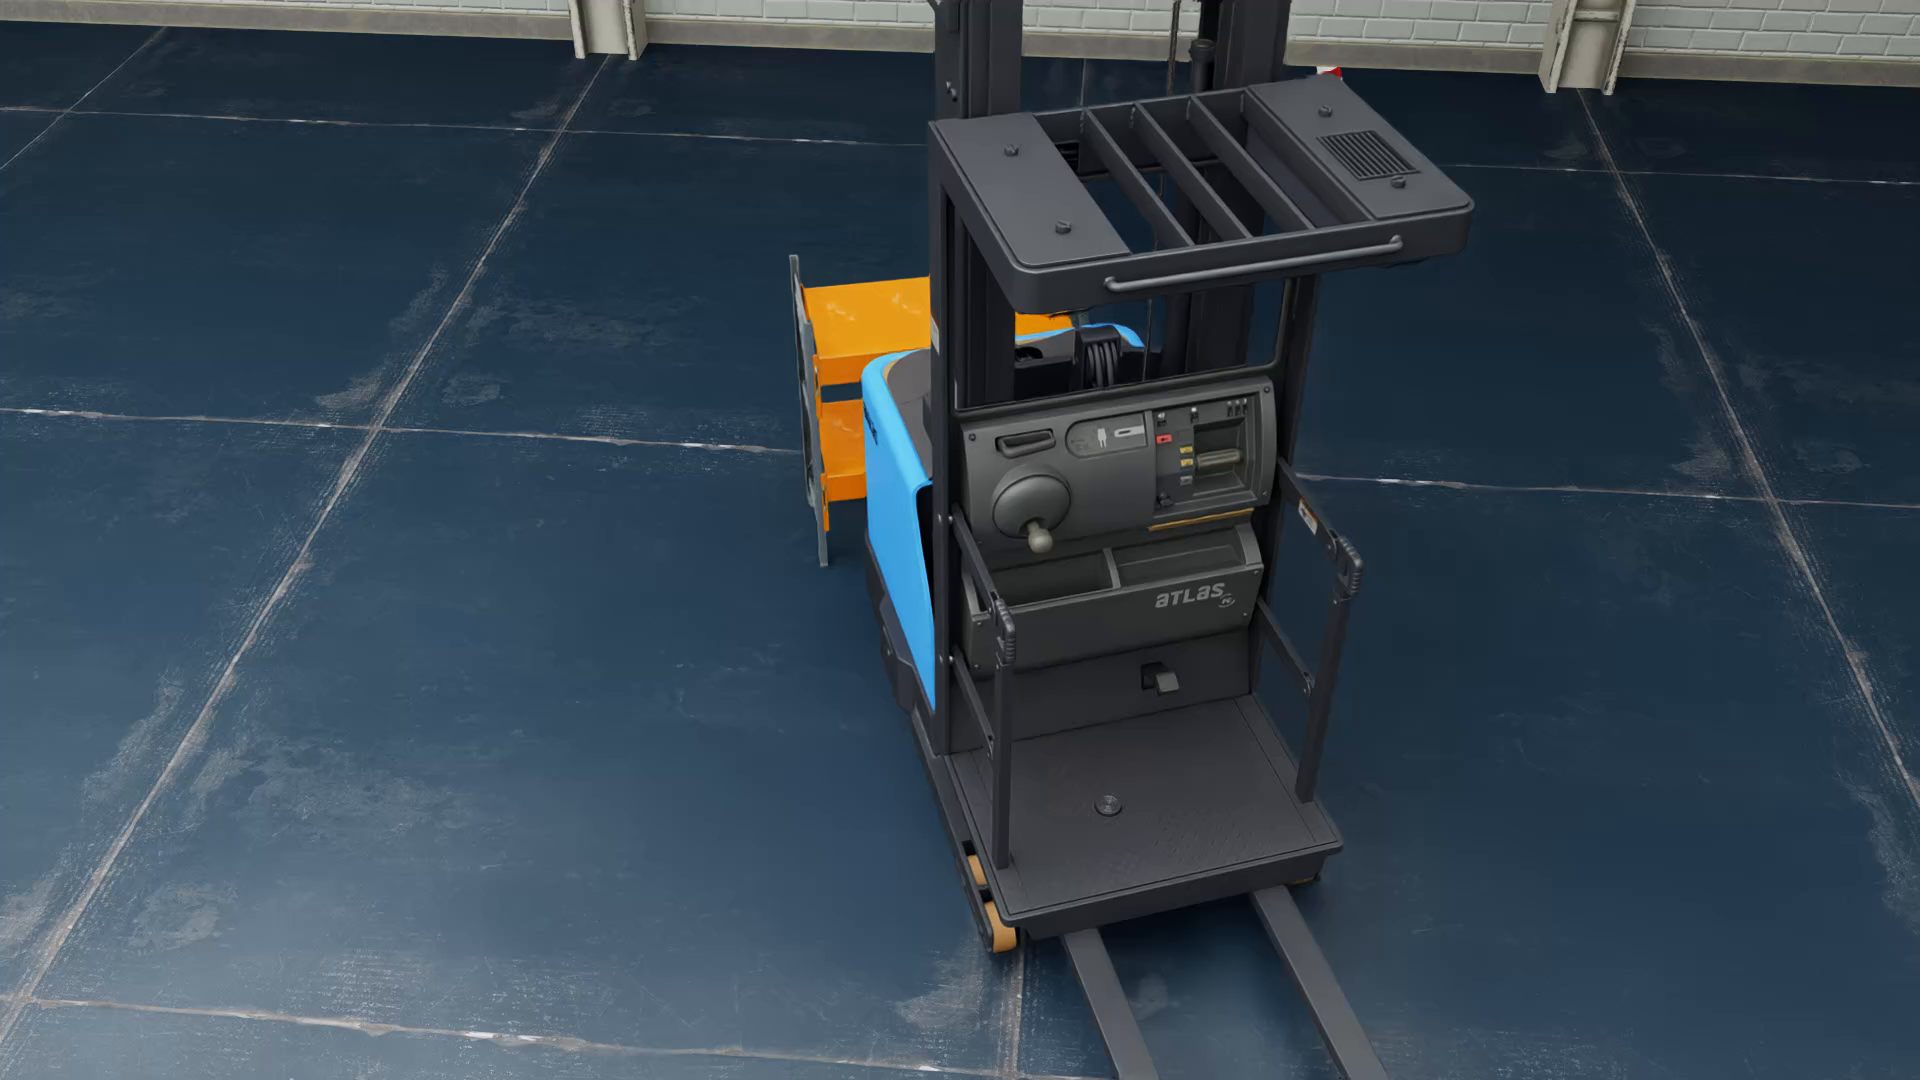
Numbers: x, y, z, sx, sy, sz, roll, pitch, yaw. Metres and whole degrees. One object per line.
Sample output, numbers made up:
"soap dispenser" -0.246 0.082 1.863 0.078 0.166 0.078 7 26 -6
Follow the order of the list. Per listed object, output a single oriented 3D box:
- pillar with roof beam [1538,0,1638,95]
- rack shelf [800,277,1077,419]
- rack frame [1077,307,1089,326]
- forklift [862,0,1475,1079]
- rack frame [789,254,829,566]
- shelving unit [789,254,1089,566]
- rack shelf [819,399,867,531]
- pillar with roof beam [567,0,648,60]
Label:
"pillar with roof beam" 3.394 -3.581 4.021 0.400 9.000 9.100 3 39 4
"rack shelf" -0.085 -0.775 6.347 1.000 0.278 0.538 -7 40 -8
"rack frame" 0.414 -0.607 6.604 0.032 1.125 0.500 -7 40 -8
"forklift" 0.524 -0.134 4.593 1.130 2.935 3.031 -10 40 -12
"rack frame" -0.585 -0.489 6.459 0.032 1.125 0.500 -7 40 -8
"shelving unit" -0.085 -0.548 6.532 1.048 1.125 0.538 -7 40 -8
"rack shelf" -0.085 -0.358 6.686 1.000 0.278 0.538 -7 40 -8
"pillar with roof beam" -2.583 -3.908 4.423 0.400 9.000 9.100 3 39 4
